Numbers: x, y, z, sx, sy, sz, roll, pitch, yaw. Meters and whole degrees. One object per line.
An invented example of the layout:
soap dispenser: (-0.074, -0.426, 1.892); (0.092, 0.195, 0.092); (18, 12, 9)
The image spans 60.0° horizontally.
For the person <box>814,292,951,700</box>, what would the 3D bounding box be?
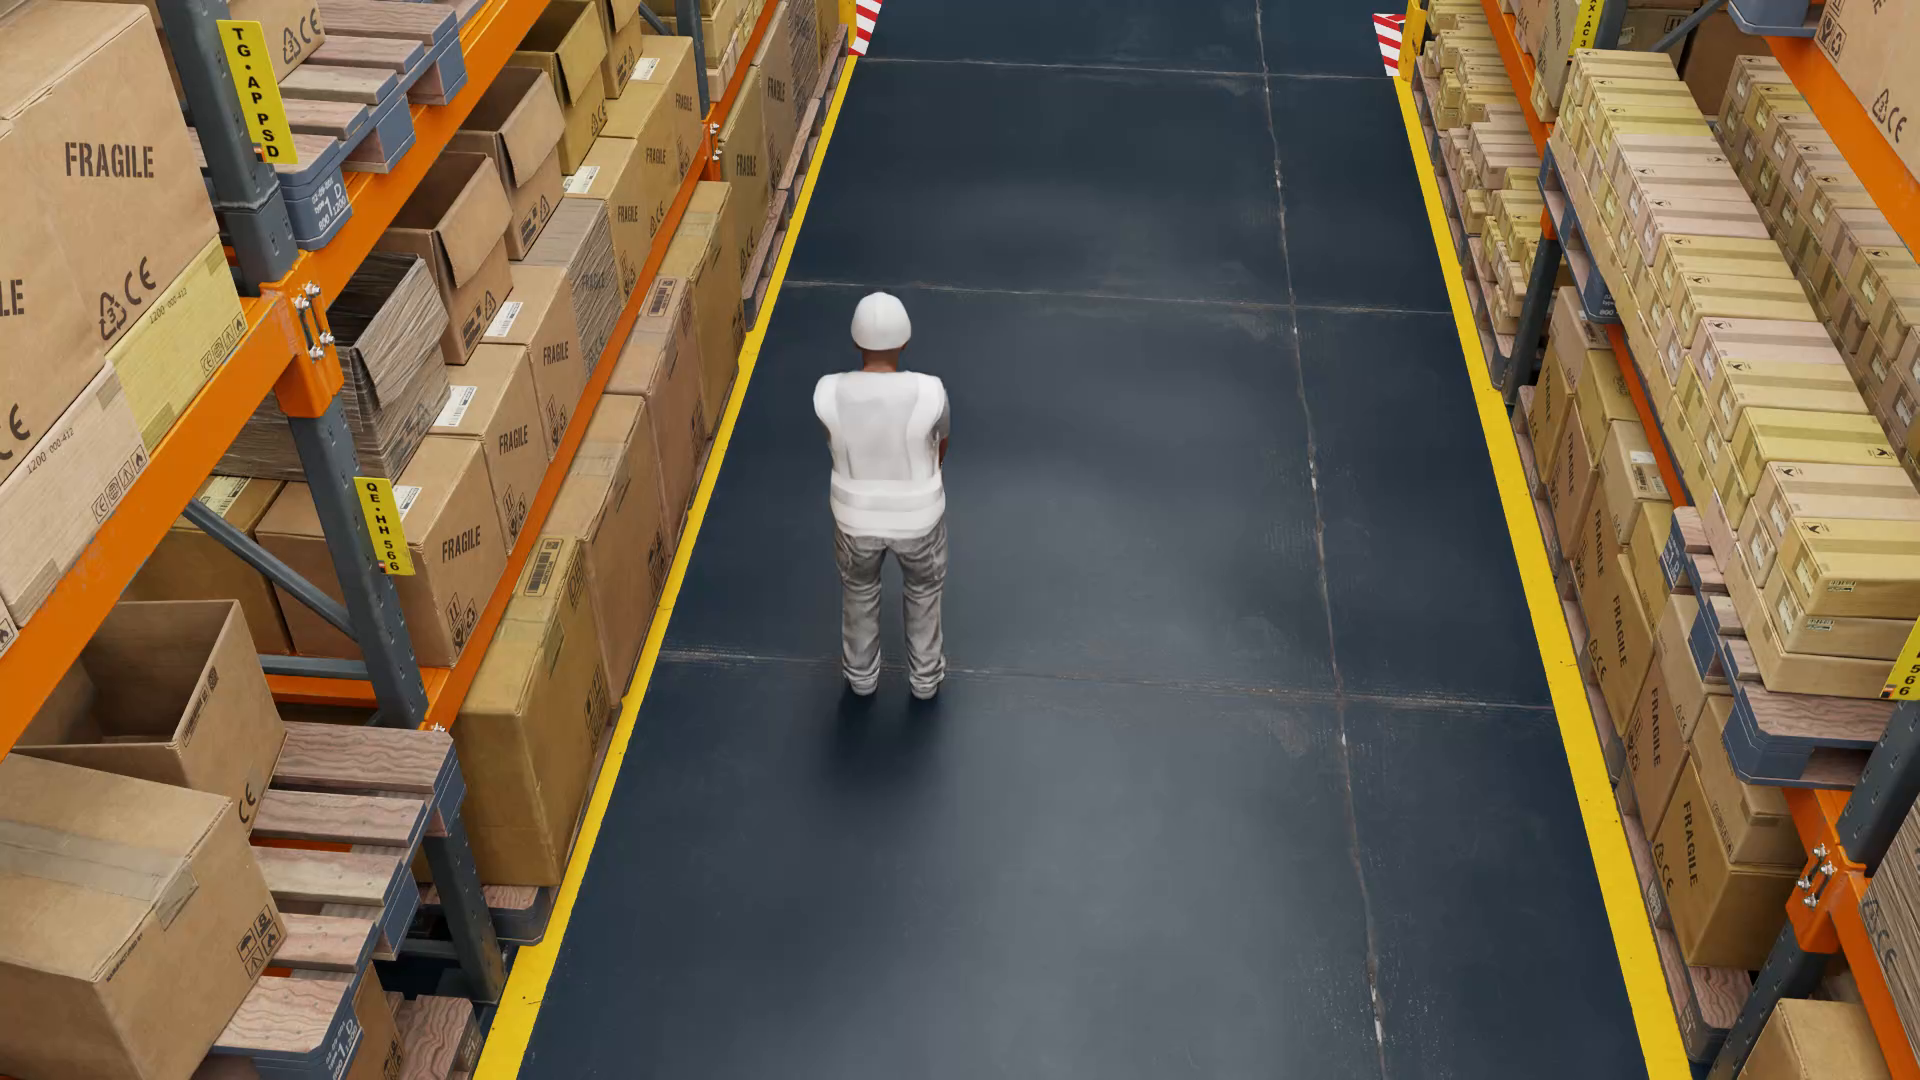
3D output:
person: (-0.276, -0.177, 6.358); (0.491, 1.775, 0.592); (3, 40, 3)
